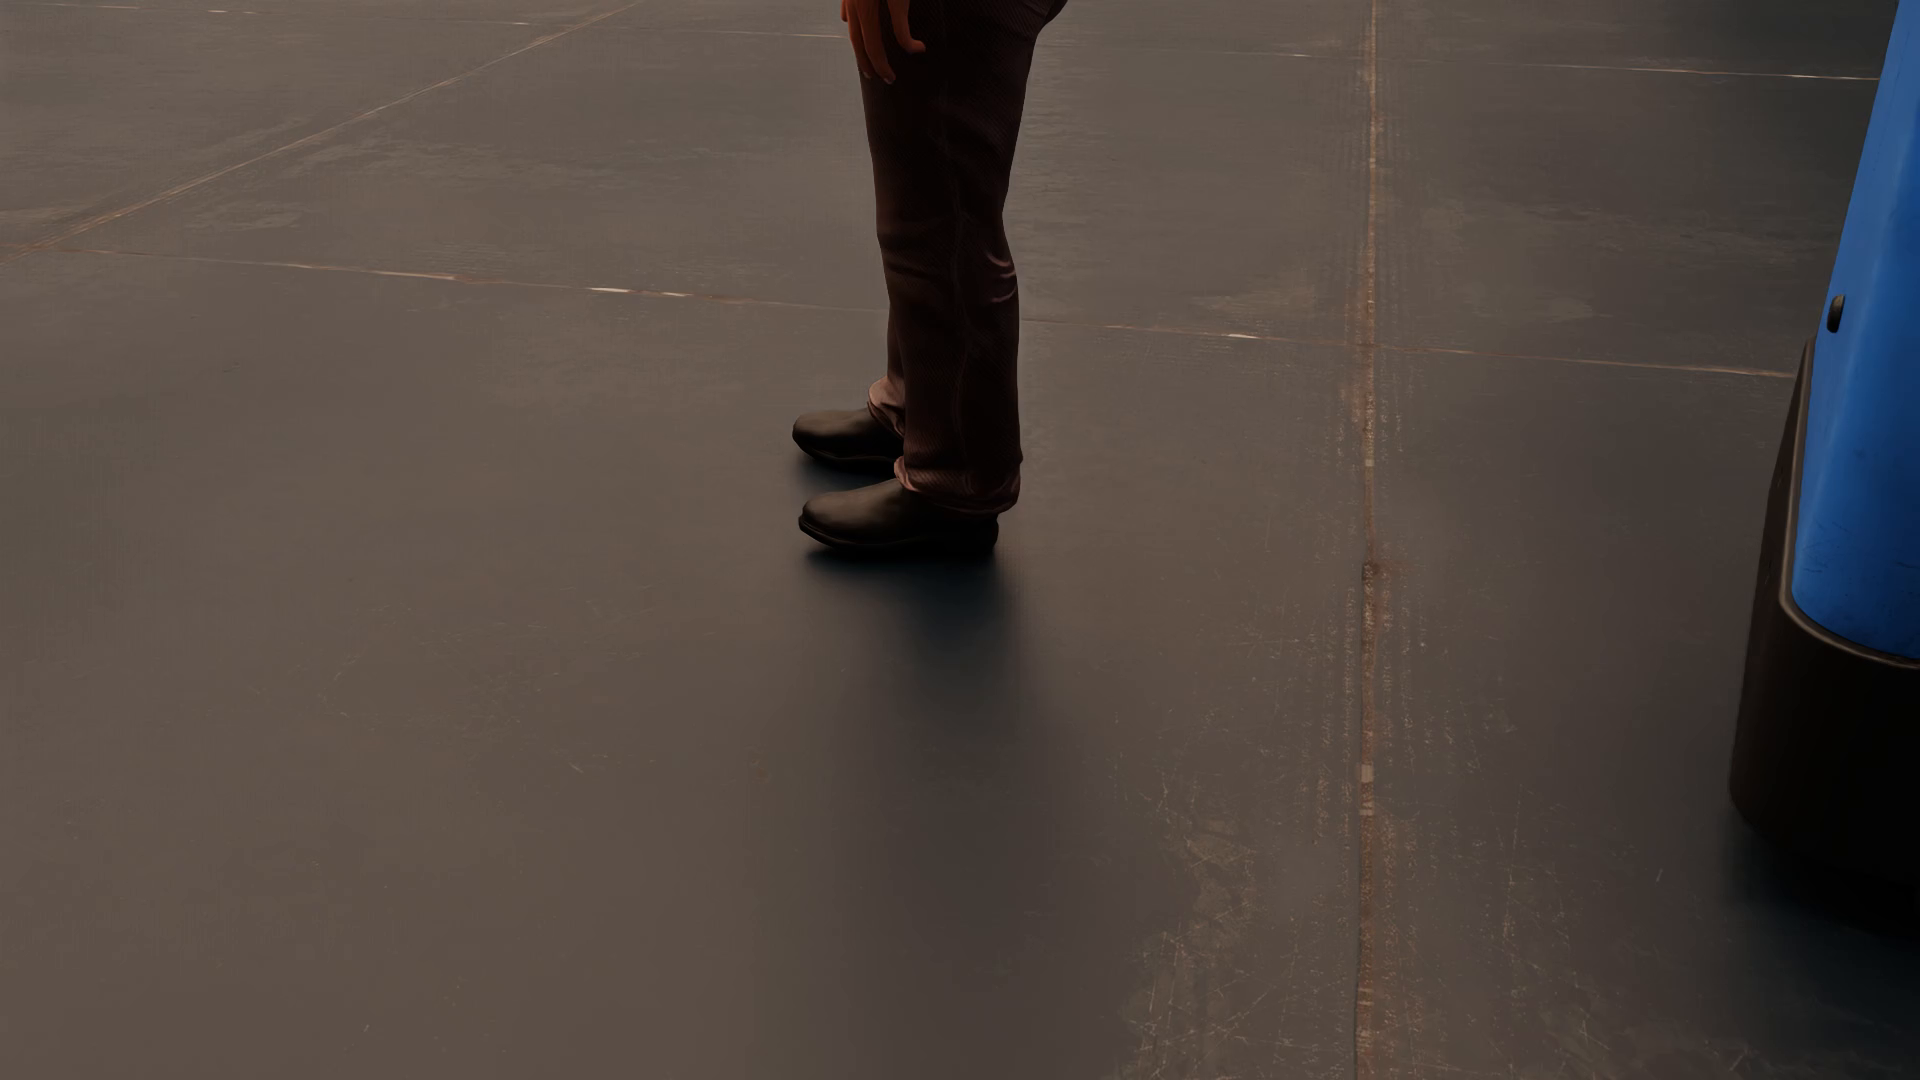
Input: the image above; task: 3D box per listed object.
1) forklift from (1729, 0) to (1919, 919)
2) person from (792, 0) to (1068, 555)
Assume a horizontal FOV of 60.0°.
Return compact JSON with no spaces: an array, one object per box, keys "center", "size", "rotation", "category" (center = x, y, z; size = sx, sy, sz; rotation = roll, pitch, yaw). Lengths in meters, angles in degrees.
[{"center":[2.381,-0.844,0.919],"size":[3.031,2.935,1.130],"rotation":[13,29,23],"category":"forklift"},{"center":[-0.059,-0.785,2.128],"size":[0.568,1.720,0.632],"rotation":[6,27,11],"category":"person"}]
